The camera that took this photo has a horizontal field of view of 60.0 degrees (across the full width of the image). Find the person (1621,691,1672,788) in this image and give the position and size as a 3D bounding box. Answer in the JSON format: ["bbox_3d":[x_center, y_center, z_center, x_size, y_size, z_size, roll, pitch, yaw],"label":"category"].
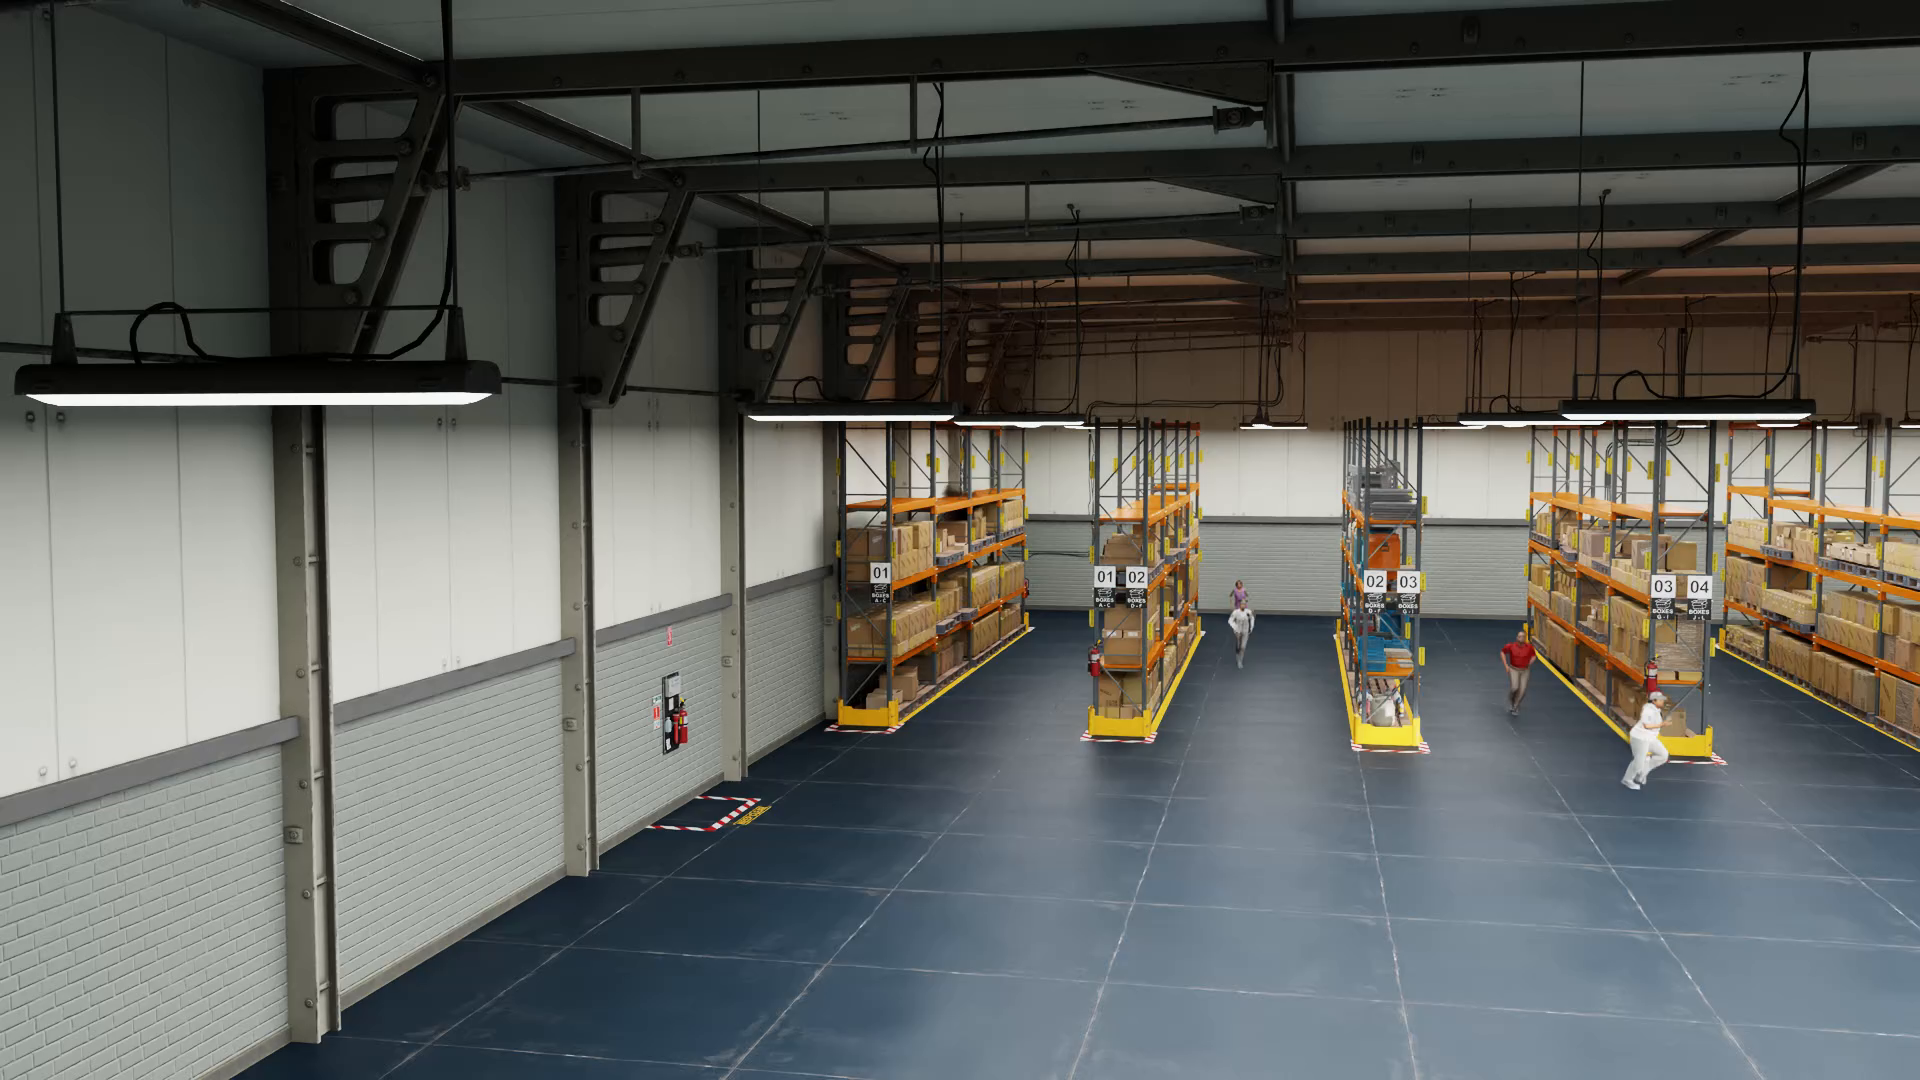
[{"bbox_3d":[10.979,3.192,26.563,0.592,1.599,0.787,-4,5,-44],"label":"person"}]

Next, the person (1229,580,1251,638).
[{"bbox_3d":[7.835,1.902,46.464,0.565,1.586,0.859,0,4,-1],"label":"person"}]

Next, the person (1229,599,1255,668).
[{"bbox_3d":[6.905,2.258,40.749,0.642,1.683,0.840,0,4,4],"label":"person"}]

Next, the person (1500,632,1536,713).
[{"bbox_3d":[11.329,2.692,33.663,0.662,1.678,0.641,0,4,4],"label":"person"}]
